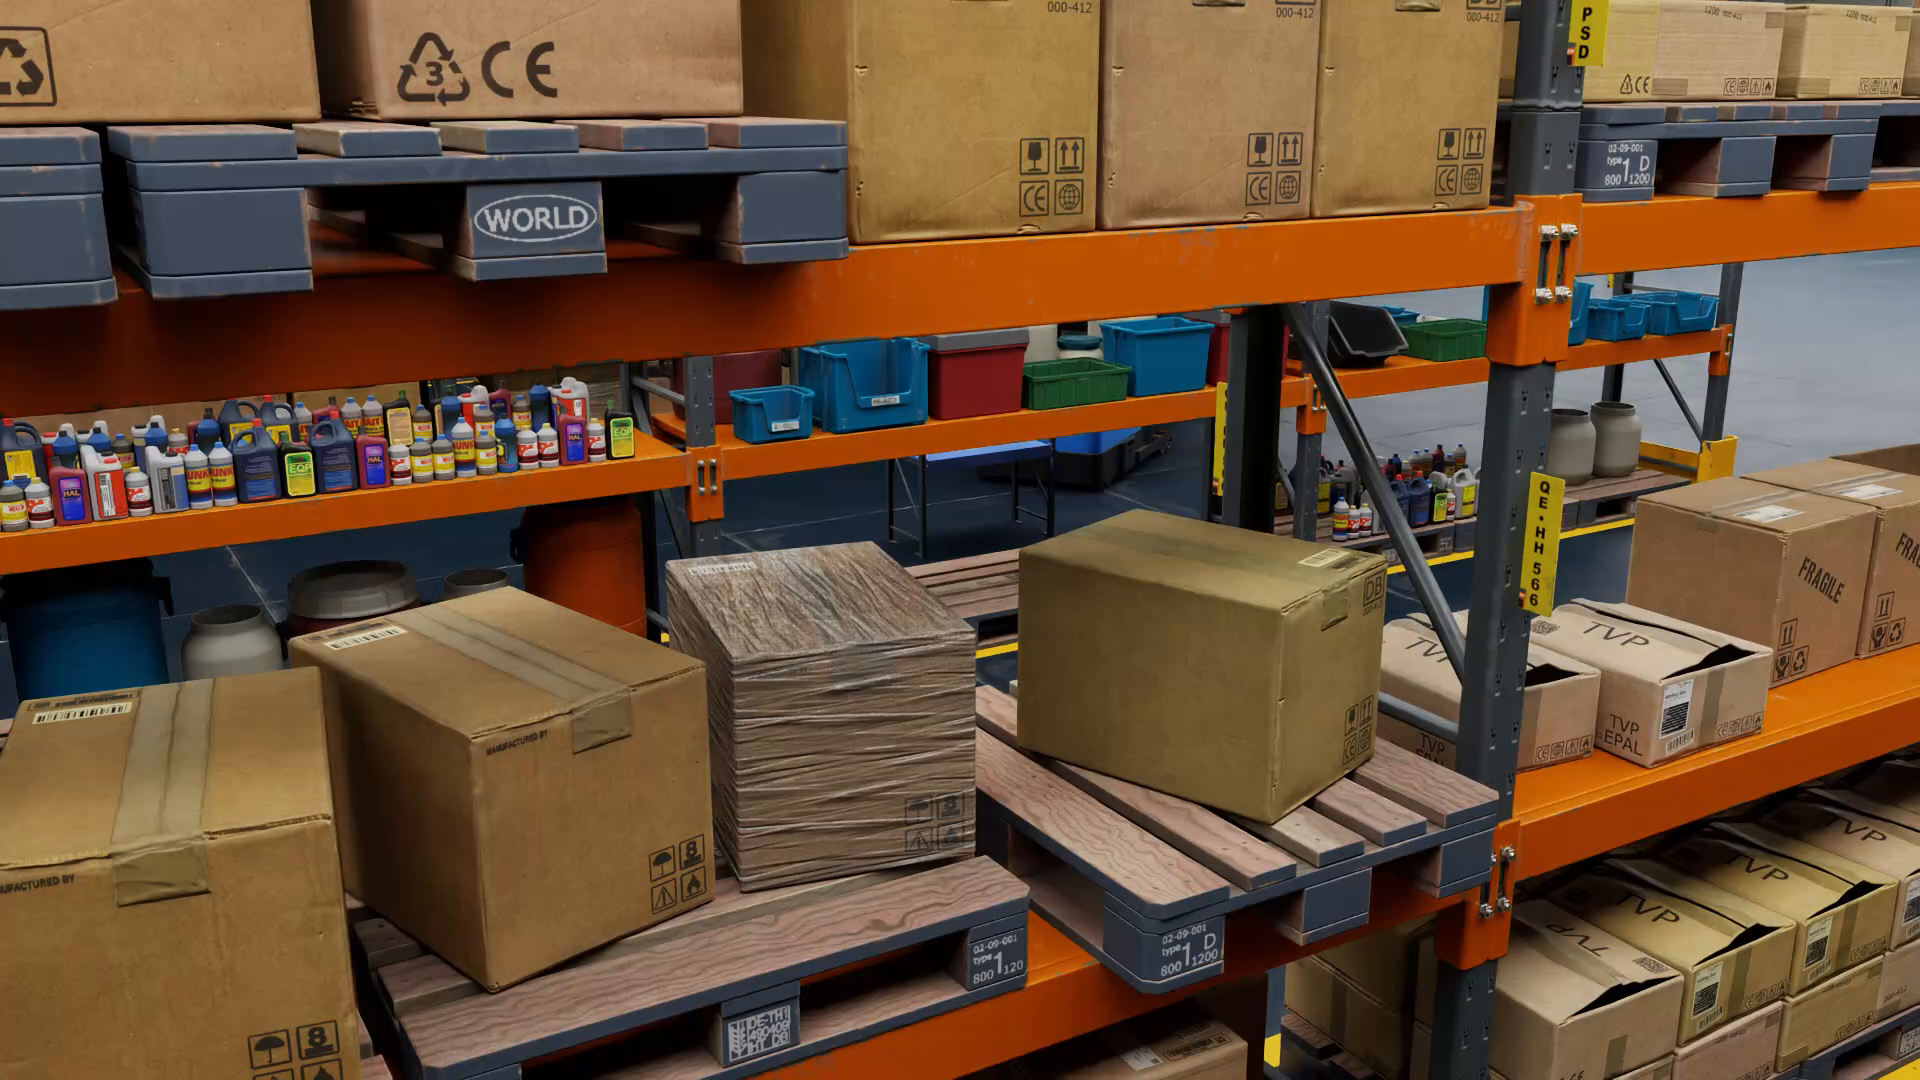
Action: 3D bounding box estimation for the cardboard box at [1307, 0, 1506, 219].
[{"bbox_3d":[0.687,-1.018,3.742,0.500,0.500,0.910,-9,18,-30],"label":"cardboard box"}]

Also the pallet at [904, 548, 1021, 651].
[{"bbox_3d":[0.225,0.335,9.825,1.213,0.211,1.003,-9,18,-30],"label":"pallet"}]

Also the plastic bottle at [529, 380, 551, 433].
[{"bbox_3d":[-2.155,-0.684,8.530,0.097,0.271,0.097,0,16,0],"label":"plastic bottle"}]

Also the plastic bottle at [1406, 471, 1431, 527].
[{"bbox_3d":[2.992,-0.276,10.928,0.185,0.351,0.144,-10,19,-32],"label":"plastic bottle"}]

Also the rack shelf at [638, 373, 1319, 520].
[{"bbox_3d":[0.210,-0.672,9.584,4.000,0.370,1.077,-9,18,-30],"label":"rack shelf"}]

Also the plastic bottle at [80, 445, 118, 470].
[{"bbox_3d":[-3.624,-0.265,7.028,0.135,0.276,0.152,-9,18,-30],"label":"plastic bottle"}]

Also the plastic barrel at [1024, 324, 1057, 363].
[{"bbox_3d":[0.363,-1.178,9.803,0.433,0.535,0.433,0,16,0],"label":"plastic barrel"}]

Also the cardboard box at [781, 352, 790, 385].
[{"bbox_3d":[-1.582,-1.309,14.337,0.500,0.500,0.700,-9,18,-30],"label":"cardboard box"}]

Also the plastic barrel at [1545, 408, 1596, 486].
[{"bbox_3d":[4.399,-0.678,12.103,0.421,0.512,0.421,0,16,0],"label":"plastic barrel"}]

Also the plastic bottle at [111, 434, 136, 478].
[{"bbox_3d":[-3.815,-0.381,7.579,0.097,0.201,0.097,0,16,0],"label":"plastic bottle"}]

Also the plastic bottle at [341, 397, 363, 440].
[{"bbox_3d":[-2.947,-0.555,8.072,0.097,0.271,0.097,0,16,0],"label":"plastic bottle"}]

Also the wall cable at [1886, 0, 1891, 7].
[{"bbox_3d":[24.394,-14.024,41.164,0.112,2.526,3.097,-9,18,-30],"label":"wall cable"}]

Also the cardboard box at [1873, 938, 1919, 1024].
[{"bbox_3d":[2.957,1.308,5.503,0.500,0.250,0.500,-9,18,-29],"label":"cardboard box"}]

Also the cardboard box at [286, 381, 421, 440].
[{"bbox_3d":[-4.657,-0.975,12.488,0.875,0.875,1.225,-10,19,-32],"label":"cardboard box"}]

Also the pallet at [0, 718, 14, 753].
[{"bbox_3d":[-4.250,1.060,7.236,1.213,0.211,1.003,-9,18,-30],"label":"pallet"}]

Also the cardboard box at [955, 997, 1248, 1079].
[{"bbox_3d":[0.317,1.230,3.893,0.500,0.250,0.500,-8,18,-28],"label":"cardboard box"}]

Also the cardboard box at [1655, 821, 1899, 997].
[{"bbox_3d":[2.528,1.107,5.179,0.500,0.311,0.500,-10,18,-31],"label":"cardboard box"}]

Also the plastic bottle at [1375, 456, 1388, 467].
[{"bbox_3d":[2.911,-0.447,11.677,0.135,0.276,0.152,-9,18,-29],"label":"plastic bottle"}]

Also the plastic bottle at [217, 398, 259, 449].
[{"bbox_3d":[-3.369,-0.518,7.790,0.185,0.351,0.144,-9,18,-30],"label":"plastic bottle"}]

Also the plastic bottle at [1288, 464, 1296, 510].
[{"bbox_3d":[2.328,-0.389,11.334,0.185,0.351,0.144,-10,18,-31],"label":"plastic bottle"}]

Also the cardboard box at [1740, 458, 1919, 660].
[{"bbox_3d":[2.925,0.047,5.498,0.500,0.500,0.500,-9,18,-30],"label":"cardboard box"}]

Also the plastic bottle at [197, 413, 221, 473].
[{"bbox_3d":[-3.471,-0.451,7.700,0.097,0.271,0.097,0,16,0],"label":"plastic bottle"}]

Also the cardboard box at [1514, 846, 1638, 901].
[{"bbox_3d":[1.808,1.054,5.370,0.500,0.311,0.500,-10,18,-31],"label":"cardboard box"}]

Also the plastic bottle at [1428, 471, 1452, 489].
[{"bbox_3d":[3.259,-0.329,11.259,0.135,0.276,0.152,-9,18,-30],"label":"plastic bottle"}]

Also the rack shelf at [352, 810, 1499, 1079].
[{"bbox_3d":[-0.671,1.030,3.510,4.000,0.370,1.077,-9,18,-30],"label":"rack shelf"}]

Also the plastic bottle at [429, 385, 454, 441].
[{"bbox_3d":[-2.576,-0.627,8.305,0.133,0.283,0.061,-9,18,-30],"label":"plastic bottle"}]

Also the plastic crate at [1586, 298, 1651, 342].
[{"bbox_3d":[4.519,-1.553,11.670,0.408,0.251,0.499,-9,18,-30],"label":"plastic crate"}]

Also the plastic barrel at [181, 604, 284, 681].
[{"bbox_3d":[-3.321,0.583,7.604,0.421,0.512,0.421,0,16,0],"label":"plastic barrel"}]

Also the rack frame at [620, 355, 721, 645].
[{"bbox_3d":[-1.504,-0.741,8.495,0.127,3.000,1.000,-9,18,-30],"label":"rack frame"}]

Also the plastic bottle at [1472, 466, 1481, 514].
[{"bbox_3d":[3.516,-0.361,11.231,0.185,0.351,0.144,-8,18,-27],"label":"plastic bottle"}]

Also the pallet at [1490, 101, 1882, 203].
[{"bbox_3d":[1.579,-1.063,4.436,1.003,0.211,1.213,-8,18,-27],"label":"pallet"}]

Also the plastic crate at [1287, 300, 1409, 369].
[{"bbox_3d":[2.439,-1.310,10.642,0.504,0.338,0.767,-9,18,-30],"label":"plastic crate"}]

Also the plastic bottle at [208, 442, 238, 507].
[{"bbox_3d":[-3.150,-0.283,7.101,0.097,0.271,0.097,0,16,0],"label":"plastic bottle"}]

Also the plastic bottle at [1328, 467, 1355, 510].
[{"bbox_3d":[2.591,-0.349,11.330,0.135,0.276,0.152,-9,18,-30],"label":"plastic bottle"}]

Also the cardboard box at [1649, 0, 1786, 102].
[{"bbox_3d":[1.844,-1.322,4.510,0.500,0.250,0.500,-9,18,-28],"label":"cardboard box"}]

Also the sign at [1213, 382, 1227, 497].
[{"bbox_3d":[0.755,-0.280,4.705,0.005,0.325,0.100,-9,18,-30],"label":"sign"}]

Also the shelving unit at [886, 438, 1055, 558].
[{"bbox_3d":[0.073,-0.734,11.250,1.048,1.500,0.538,-9,18,-30],"label":"shelving unit"}]

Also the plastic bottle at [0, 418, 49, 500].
[{"bbox_3d":[-4.081,-0.357,7.217,0.185,0.351,0.144,-9,18,-30],"label":"plastic bottle"}]

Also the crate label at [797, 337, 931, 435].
[{"bbox_3d":[-0.513,-0.833,8.760,0.616,0.435,0.502,-9,18,-30],"label":"crate label"}]

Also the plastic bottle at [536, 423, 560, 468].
[{"bbox_3d":[-1.937,-0.446,7.813,0.097,0.201,0.097,0,16,0],"label":"plastic bottle"}]

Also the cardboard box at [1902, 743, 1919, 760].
[{"bbox_3d":[3.558,0.770,6.384,0.500,0.311,0.500,-9,18,-30],"label":"cardboard box"}]

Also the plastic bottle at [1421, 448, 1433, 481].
[{"bbox_3d":[3.345,-0.523,11.959,0.097,0.271,0.097,0,16,0],"label":"plastic bottle"}]

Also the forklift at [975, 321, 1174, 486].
[{"bbox_3d":[1.177,-2.178,13.749,1.130,2.935,3.031,7,17,23],"label":"forklift"}]

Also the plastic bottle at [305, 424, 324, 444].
[{"bbox_3d":[-2.843,-0.378,7.419,0.133,0.283,0.061,-9,18,-30],"label":"plastic bottle"}]

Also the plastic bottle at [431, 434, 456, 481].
[{"bbox_3d":[-2.354,-0.379,7.571,0.097,0.201,0.097,0,16,0],"label":"plastic bottle"}]

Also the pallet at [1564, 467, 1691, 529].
[{"bbox_3d":[4.613,-0.377,12.364,1.213,0.211,1.003,-9,18,-30],"label":"pallet"}]

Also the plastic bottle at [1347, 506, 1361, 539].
[{"bbox_3d":[2.511,-0.118,10.644,0.097,0.201,0.097,0,16,0],"label":"plastic bottle"}]

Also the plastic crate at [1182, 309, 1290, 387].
[{"bbox_3d":[1.667,-1.190,9.977,0.583,0.464,0.402,-9,18,-30],"label":"plastic crate"}]

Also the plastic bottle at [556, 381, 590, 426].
[{"bbox_3d":[-1.963,-0.660,8.439,0.135,0.276,0.152,-9,18,-30],"label":"plastic bottle"}]

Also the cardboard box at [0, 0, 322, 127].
[{"bbox_3d":[-1.354,-0.932,2.472,0.600,0.600,0.600,-9,18,-30],"label":"cardboard box"}]

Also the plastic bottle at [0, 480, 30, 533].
[{"bbox_3d":[-3.829,-0.139,6.718,0.097,0.201,0.097,0,16,0],"label":"plastic bottle"}]

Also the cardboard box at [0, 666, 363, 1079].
[{"bbox_3d":[-1.307,0.587,2.795,0.500,0.500,0.700,-6,17,-21],"label":"cardboard box"}]
